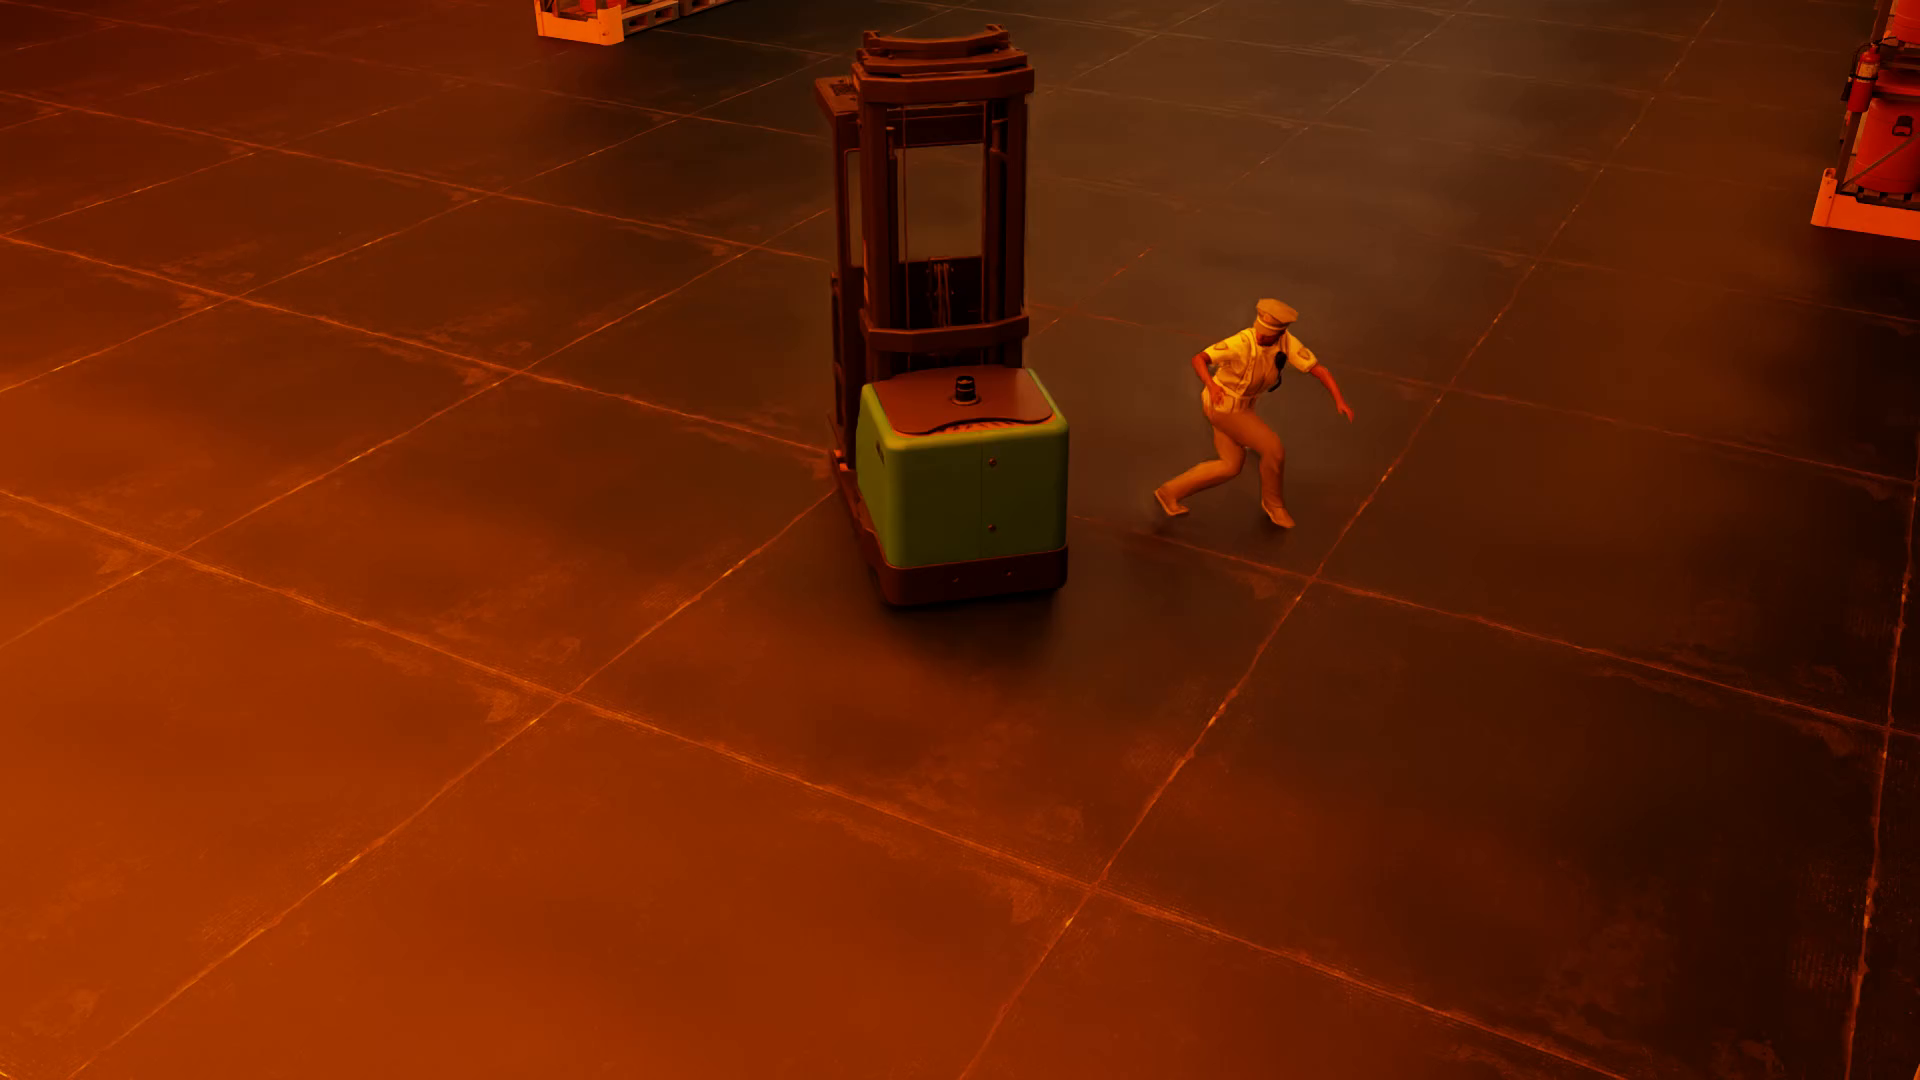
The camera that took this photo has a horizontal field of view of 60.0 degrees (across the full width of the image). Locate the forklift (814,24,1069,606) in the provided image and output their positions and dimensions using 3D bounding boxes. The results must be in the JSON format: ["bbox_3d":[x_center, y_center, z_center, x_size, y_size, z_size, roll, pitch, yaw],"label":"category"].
[{"bbox_3d":[-0.224,-1.627,9.890,1.130,2.935,3.031,-7,31,-11],"label":"forklift"}]

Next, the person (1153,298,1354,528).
[{"bbox_3d":[1.726,-0.672,9.784,1.088,1.460,0.827,19,35,30],"label":"person"}]
